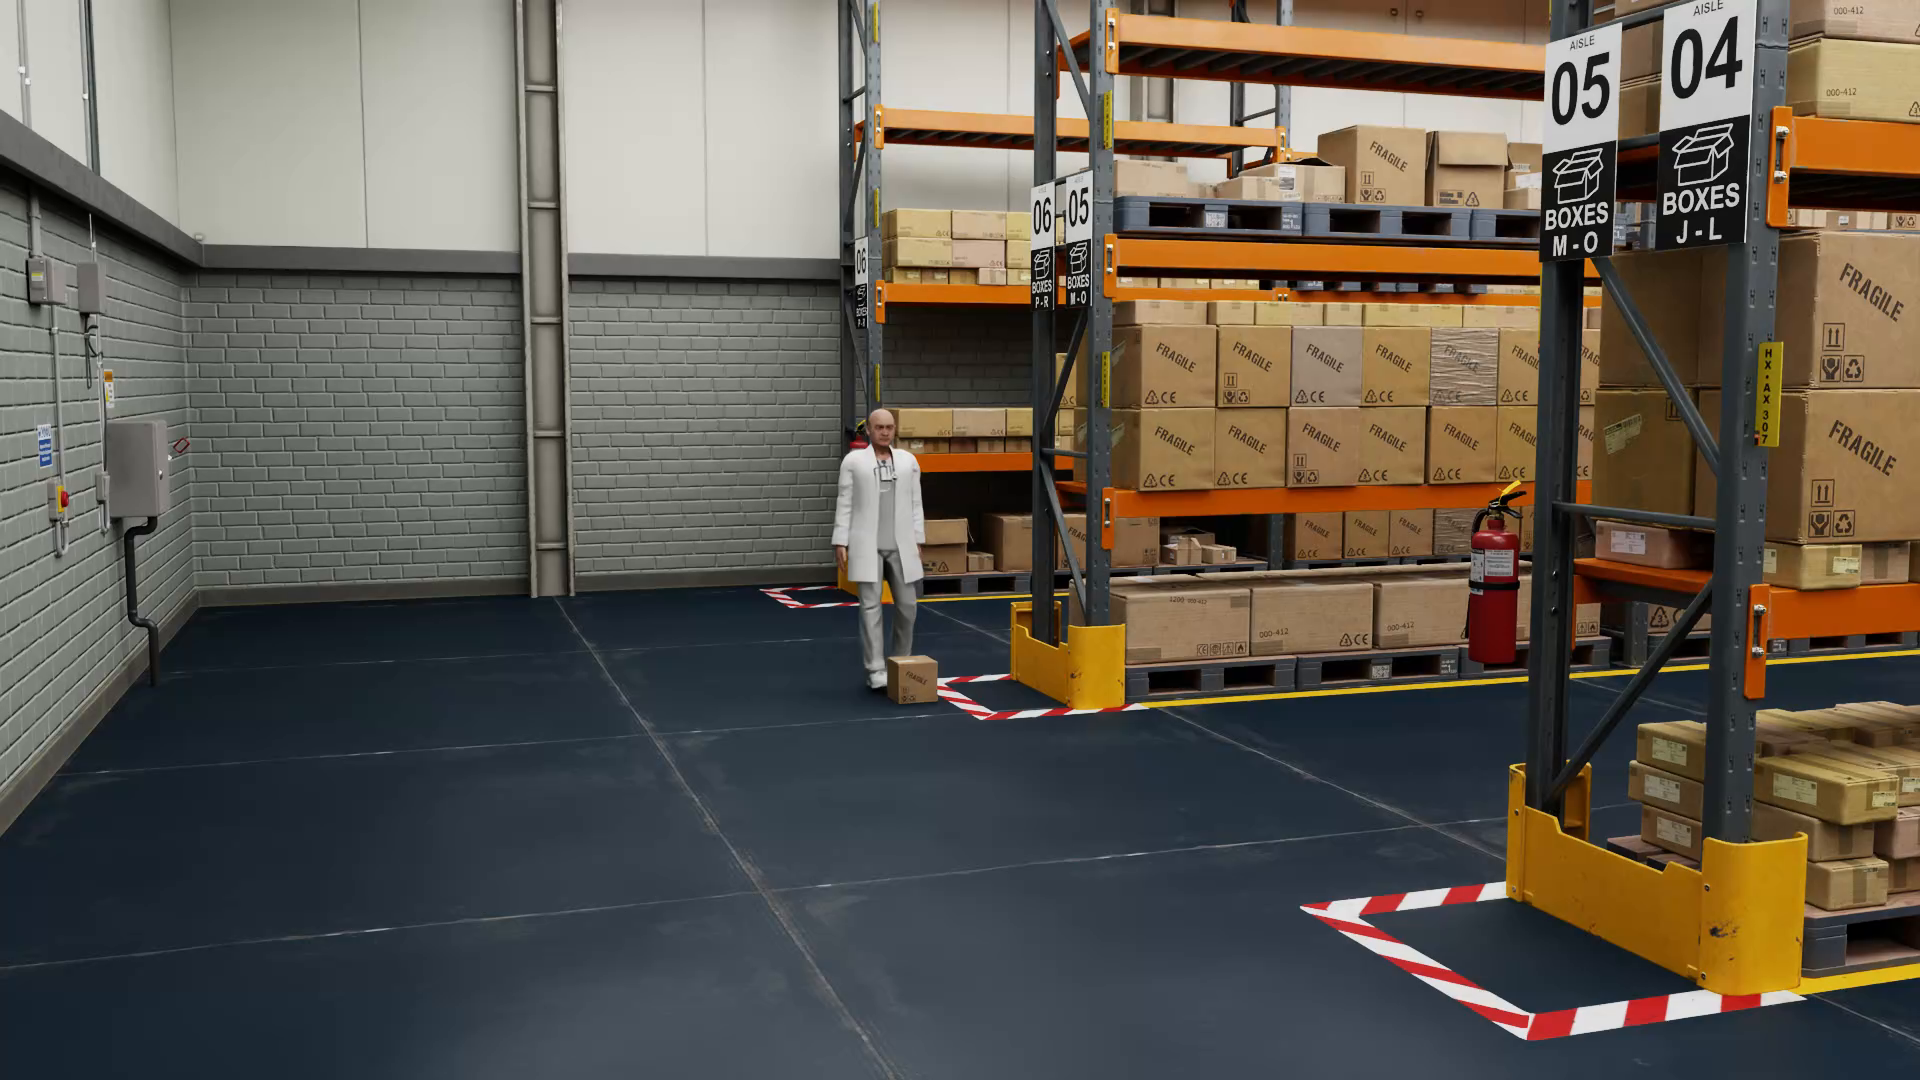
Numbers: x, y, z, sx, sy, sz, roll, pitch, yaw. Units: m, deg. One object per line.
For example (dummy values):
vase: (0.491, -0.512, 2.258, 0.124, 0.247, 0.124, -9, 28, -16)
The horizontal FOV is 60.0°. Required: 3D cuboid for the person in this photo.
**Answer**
person: (-0.517, 0.059, 10.695, 0.625, 1.799, 0.683, -1, 6, -14)
